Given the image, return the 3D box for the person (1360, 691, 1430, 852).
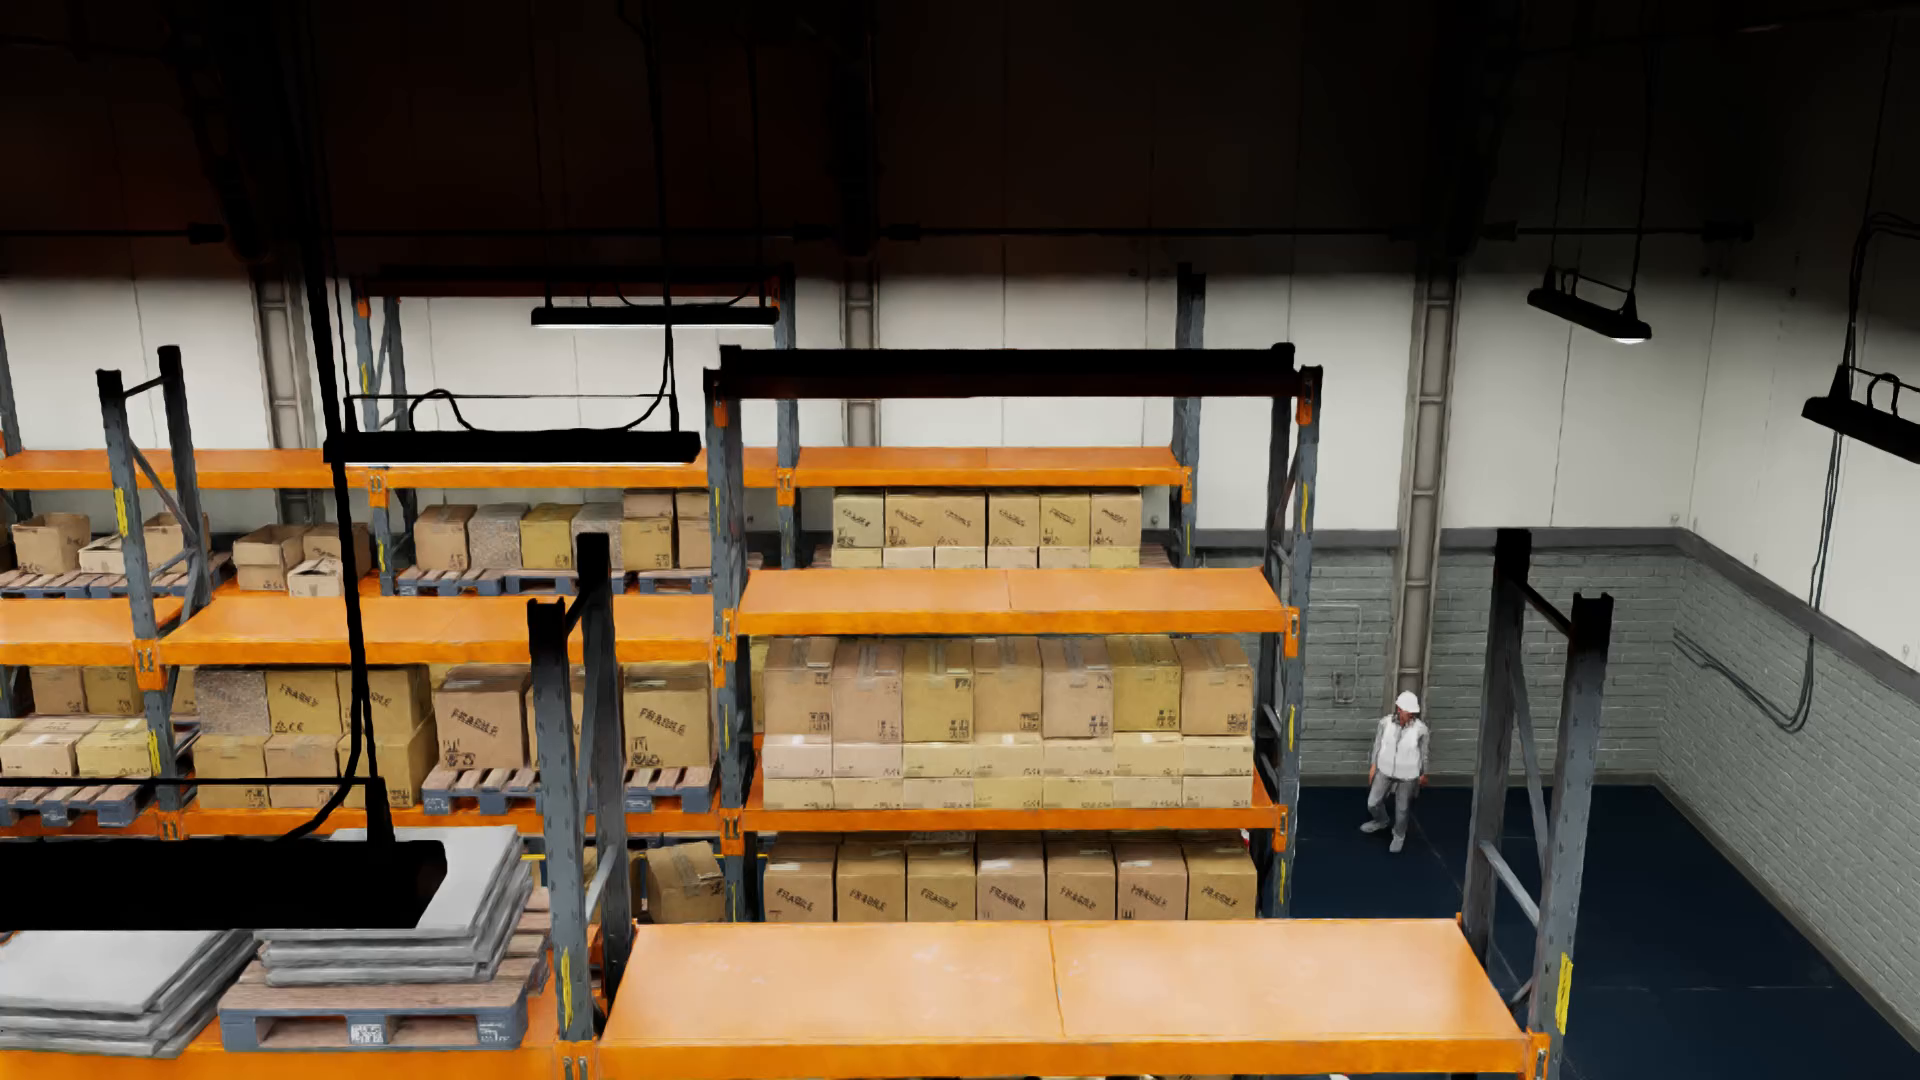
[{"bbox_3d":[4.513,2.370,17.256,0.695,1.759,0.470,10,19,30],"label":"person"}]
